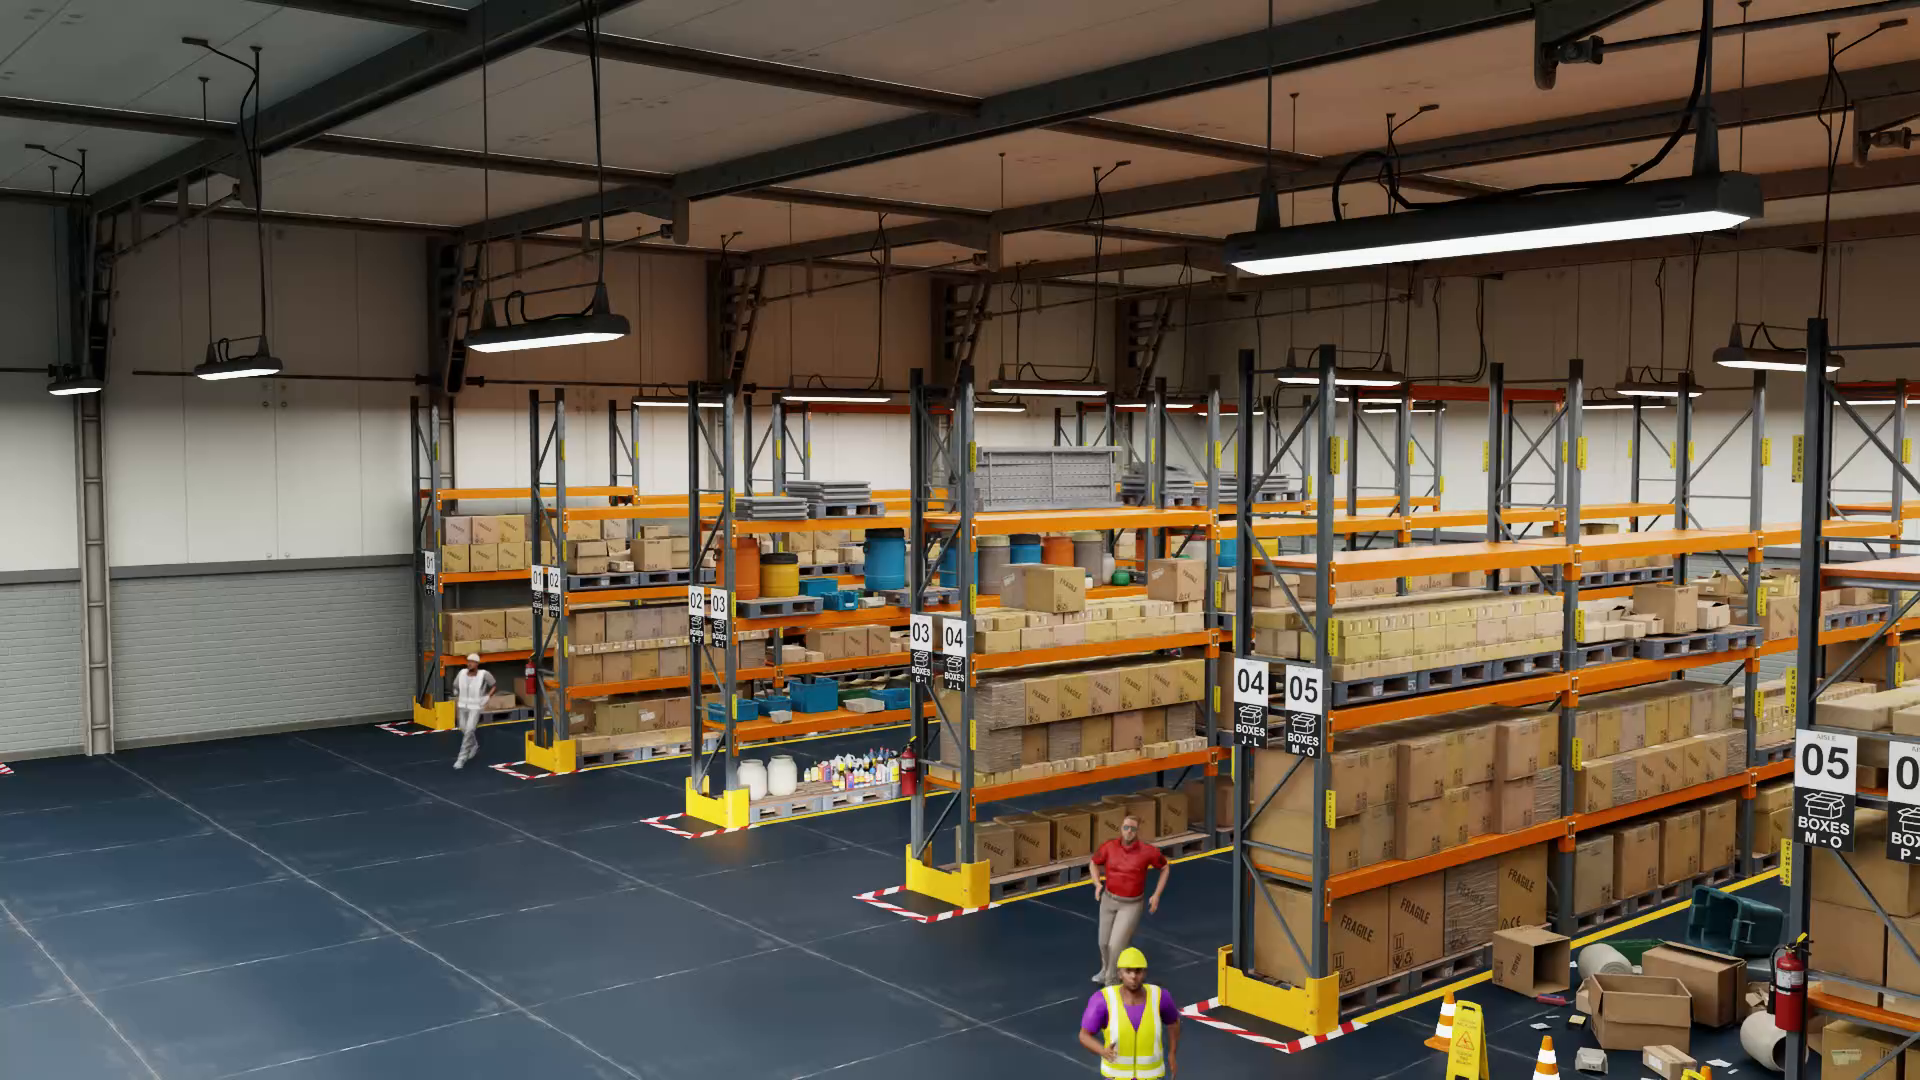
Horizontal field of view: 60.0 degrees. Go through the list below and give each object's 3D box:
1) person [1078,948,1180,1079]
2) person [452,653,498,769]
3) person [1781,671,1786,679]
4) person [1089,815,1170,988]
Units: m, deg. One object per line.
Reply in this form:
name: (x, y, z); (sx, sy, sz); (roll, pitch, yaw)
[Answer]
person: (1.157, 3.619, 11.295); (0.711, 1.739, 0.812); (0, 3, 0)
person: (-7.790, 2.699, 26.590); (0.694, 1.792, 0.909); (1, 3, 11)
person: (12.577, 2.839, 25.298); (0.682, 1.702, 0.572); (-3, 4, -39)
person: (1.531, 3.422, 15.459); (0.737, 1.759, 0.698); (2, 4, 28)
